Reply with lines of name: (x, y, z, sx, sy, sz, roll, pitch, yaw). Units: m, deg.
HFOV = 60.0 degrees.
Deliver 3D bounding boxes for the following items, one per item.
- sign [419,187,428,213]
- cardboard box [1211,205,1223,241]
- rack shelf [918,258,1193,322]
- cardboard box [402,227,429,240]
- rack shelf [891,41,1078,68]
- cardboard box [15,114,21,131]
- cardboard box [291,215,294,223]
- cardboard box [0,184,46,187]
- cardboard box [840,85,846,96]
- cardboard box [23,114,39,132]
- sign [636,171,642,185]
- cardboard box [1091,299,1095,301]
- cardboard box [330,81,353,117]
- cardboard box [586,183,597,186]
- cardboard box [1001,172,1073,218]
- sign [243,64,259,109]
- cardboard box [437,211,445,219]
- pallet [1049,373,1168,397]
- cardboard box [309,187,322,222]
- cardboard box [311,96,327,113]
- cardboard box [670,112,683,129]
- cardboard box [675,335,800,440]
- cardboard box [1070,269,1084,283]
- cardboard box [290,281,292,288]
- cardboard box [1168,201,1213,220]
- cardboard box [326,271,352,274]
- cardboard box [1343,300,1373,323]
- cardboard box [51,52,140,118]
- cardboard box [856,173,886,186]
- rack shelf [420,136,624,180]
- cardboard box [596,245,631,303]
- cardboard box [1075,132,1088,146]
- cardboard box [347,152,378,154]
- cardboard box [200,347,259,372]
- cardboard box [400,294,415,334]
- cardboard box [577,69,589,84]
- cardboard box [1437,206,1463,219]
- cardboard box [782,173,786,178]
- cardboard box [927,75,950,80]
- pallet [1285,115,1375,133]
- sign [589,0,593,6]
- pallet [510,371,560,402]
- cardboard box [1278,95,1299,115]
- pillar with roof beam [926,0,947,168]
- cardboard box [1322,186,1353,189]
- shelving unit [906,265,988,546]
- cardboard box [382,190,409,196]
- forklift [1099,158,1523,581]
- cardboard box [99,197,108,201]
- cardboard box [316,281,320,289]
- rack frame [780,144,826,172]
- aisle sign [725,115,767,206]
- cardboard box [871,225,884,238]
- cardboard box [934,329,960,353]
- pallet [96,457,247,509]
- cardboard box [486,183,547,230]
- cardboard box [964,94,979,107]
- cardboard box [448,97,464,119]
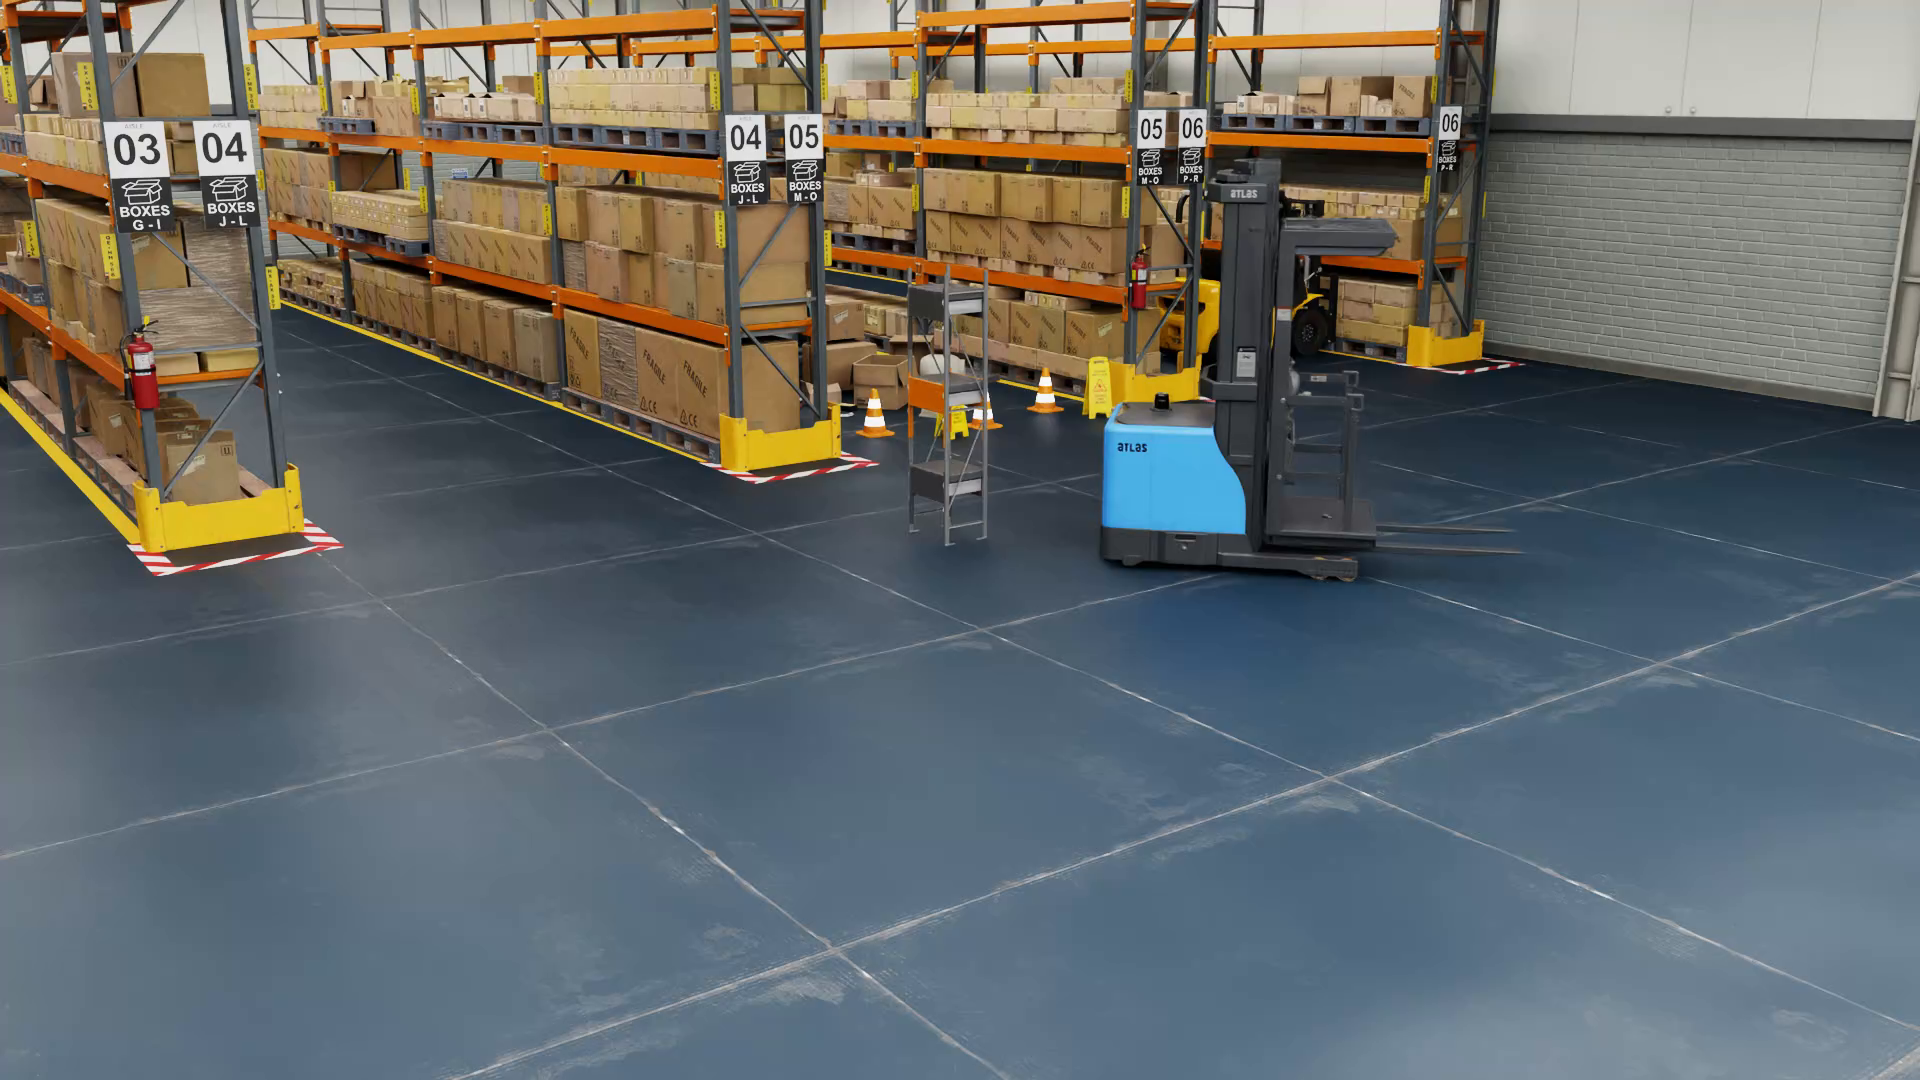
sign: (-6.843, -4.344, 21.222, 0.100, 0.325, 0.005, -11, 19, -35)
cardboard box: (3.949, -4.530, 23.755, 0.500, 0.500, 0.500, -12, 19, -36)
rack shelf: (1.063, -3.072, 19.979, 1.077, 0.370, 4.000, -11, 19, -35)
cardboard box: (-7.071, -4.025, 21.781, 0.380, 0.149, 0.250, -10, 18, -34)
rack shelf: (0.372, -8.252, 28.299, 1.077, 0.370, 4.000, -11, 19, -35)
cardboard box: (-9.312, -4.229, 16.810, 0.380, 0.166, 0.250, -12, 19, -36)
cardboard box: (-10.627, -5.229, 26.975, 0.380, 0.149, 0.250, -10, 18, -32)
cardboard box: (-11.279, -3.992, 19.889, 0.797, 0.503, 0.637, -10, 18, -33)
cardboard box: (-1.892, -8.371, 31.071, 0.500, 0.250, 0.500, -10, 18, -34)
cardboard box: (-8.187, -3.757, 14.967, 0.380, 0.149, 0.250, -12, 19, -36)
sign: (-5.265, -5.923, 27.245, 0.100, 0.325, 0.005, -11, 19, -35)
cardboard box: (1.374, -2.669, 20.138, 0.500, 0.500, 0.500, -10, 18, -33)
cardboard box: (-8.628, -6.364, 23.977, 0.700, 0.500, 0.500, -11, 19, -34)
cardboard box: (-6.206, -5.990, 29.089, 0.500, 0.500, 0.500, -10, 18, -33)
cardboard box: (0.906, -4.071, 19.621, 0.700, 0.500, 0.500, -11, 19, -35)
sign: (-5.338, -3.406, 12.500, 0.100, 0.325, 0.005, -11, 19, -35)
cardboard box: (-6.852, -4.383, 22.525, 0.380, 0.149, 0.250, -12, 19, -36)
pallet: (1.745, -1.842, 19.405, 1.003, 0.211, 1.213, -11, 19, -35)
cardboard box: (-9.579, -5.126, 25.370, 0.500, 0.500, 0.500, -11, 19, -36)
cardboard box: (-9.239, -6.439, 24.574, 0.500, 0.250, 0.500, -12, 19, -37)
cardboard box: (-2.474, -3.905, 15.470, 0.380, 0.149, 0.250, -11, 19, -34)
cardboard box: (-2.158, -1.514, 16.154, 0.875, 0.875, 0.875, -11, 19, -34)
cardboard box: (1.474, -3.012, 18.874, 0.380, 0.149, 0.250, -11, 19, -35)
cardboard box: (-10.844, -4.241, 27.494, 0.380, 0.149, 0.250, -11, 19, -35)
cardboard box: (3.404, -4.851, 24.454, 0.500, 0.250, 0.500, -11, 19, -36)
cardboard box: (-9.605, -4.082, 25.786, 0.380, 0.149, 0.250, -10, 18, -33)
cardboard box: (5.426, -3.044, 21.983, 0.500, 0.250, 0.500, -11, 19, -35)
cardboard box: (-6.893, -3.625, 13.255, 0.500, 0.500, 0.500, -11, 19, -35)
cardboard box: (-1.163, -4.816, 22.214, 0.380, 0.149, 0.250, -12, 19, -37)
rack shelf: (-5.234, -4.583, 19.818, 1.077, 0.370, 4.000, -11, 19, -35)
cardboard box: (-3.267, -2.804, 17.353, 0.875, 0.550, 0.550, -11, 19, -35)
cardboard box: (1.501, -4.460, 18.483, 0.380, 0.149, 0.250, -10, 18, -33)
cardboard box: (-9.147, -5.680, 25.501, 0.500, 0.500, 0.500, -12, 19, -36)
cardboard box: (-5.752, -1.430, 13.094, 0.380, 0.149, 0.250, -11, 19, -35)
cardboard box: (-7.310, -3.118, 22.726, 0.500, 0.500, 0.500, -10, 18, -32)
cardboard box: (-3.670, -4.724, 16.951, 0.380, 0.149, 0.250, -11, 19, -35)
cardboard box: (6.262, -4.236, 21.455, 0.380, 0.149, 0.250, -11, 19, -36)
cardboard box: (-2.557, -5.373, 24.944, 0.500, 0.500, 0.500, -12, 19, -36)
cardboard box: (-0.386, -8.139, 29.591, 0.396, 0.266, 0.258, -11, 19, -35)
pallet: (5.135, -5.583, 22.276, 1.003, 0.211, 1.213, -11, 19, -35)
sign: (-6.721, -9.872, 30.178, 0.100, 0.325, 0.005, -11, 19, -35)
pallet: (-4.572, -1.864, 19.486, 1.003, 0.211, 1.213, -11, 19, -35)
cardboard box: (4.527, -5.886, 22.485, 0.396, 0.266, 0.258, -11, 19, -36)
pillar with roof beam: (-3.967, -8.839, 28.325, 9.100, 9.000, 0.400, -11, 19, -35)
cardboard box: (5.182, -4.763, 22.814, 0.380, 0.149, 0.250, -10, 18, -33)
shelving unit: (-0.097, -1.048, 12.928, 0.431, 2.100, 0.503, -11, 19, -35)
cardboard box: (-8.209, -5.020, 24.287, 0.380, 0.149, 0.250, -12, 19, -36)
forklift: (2.606, -1.267, 12.155, 3.031, 2.935, 1.130, 3, 16, 10)
cardboard box: (-7.642, -2.928, 15.445, 0.500, 0.500, 0.500, -11, 19, -35)
cardboard box: (-9.920, -4.044, 26.210, 0.380, 0.149, 0.250, -12, 19, -37)
rack frame: (-3.156, -7.179, 33.625, 1.000, 3.000, 0.127, -11, 19, -35)
aisle sign: (-1.907, -3.394, 14.869, 0.394, 0.787, 0.004, -11, 19, -35)
cardboard box: (-0.960, -4.103, 22.064, 0.380, 0.149, 0.250, -11, 19, -35)
cardboard box: (0.015, -2.554, 21.139, 0.500, 0.250, 0.500, -12, 19, -37)
pallet: (-6.984, -0.564, 14.736, 1.003, 0.211, 1.213, -11, 19, -35)
cardboard box: (-5.251, -4.017, 19.987, 0.700, 0.500, 0.500, -11, 19, -35)
cardboard box: (0.265, -5.269, 19.928, 0.380, 0.149, 0.250, -11, 19, -35)
cardboard box: (-5.867, -5.239, 20.154, 0.500, 0.250, 0.500, -10, 18, -33)
